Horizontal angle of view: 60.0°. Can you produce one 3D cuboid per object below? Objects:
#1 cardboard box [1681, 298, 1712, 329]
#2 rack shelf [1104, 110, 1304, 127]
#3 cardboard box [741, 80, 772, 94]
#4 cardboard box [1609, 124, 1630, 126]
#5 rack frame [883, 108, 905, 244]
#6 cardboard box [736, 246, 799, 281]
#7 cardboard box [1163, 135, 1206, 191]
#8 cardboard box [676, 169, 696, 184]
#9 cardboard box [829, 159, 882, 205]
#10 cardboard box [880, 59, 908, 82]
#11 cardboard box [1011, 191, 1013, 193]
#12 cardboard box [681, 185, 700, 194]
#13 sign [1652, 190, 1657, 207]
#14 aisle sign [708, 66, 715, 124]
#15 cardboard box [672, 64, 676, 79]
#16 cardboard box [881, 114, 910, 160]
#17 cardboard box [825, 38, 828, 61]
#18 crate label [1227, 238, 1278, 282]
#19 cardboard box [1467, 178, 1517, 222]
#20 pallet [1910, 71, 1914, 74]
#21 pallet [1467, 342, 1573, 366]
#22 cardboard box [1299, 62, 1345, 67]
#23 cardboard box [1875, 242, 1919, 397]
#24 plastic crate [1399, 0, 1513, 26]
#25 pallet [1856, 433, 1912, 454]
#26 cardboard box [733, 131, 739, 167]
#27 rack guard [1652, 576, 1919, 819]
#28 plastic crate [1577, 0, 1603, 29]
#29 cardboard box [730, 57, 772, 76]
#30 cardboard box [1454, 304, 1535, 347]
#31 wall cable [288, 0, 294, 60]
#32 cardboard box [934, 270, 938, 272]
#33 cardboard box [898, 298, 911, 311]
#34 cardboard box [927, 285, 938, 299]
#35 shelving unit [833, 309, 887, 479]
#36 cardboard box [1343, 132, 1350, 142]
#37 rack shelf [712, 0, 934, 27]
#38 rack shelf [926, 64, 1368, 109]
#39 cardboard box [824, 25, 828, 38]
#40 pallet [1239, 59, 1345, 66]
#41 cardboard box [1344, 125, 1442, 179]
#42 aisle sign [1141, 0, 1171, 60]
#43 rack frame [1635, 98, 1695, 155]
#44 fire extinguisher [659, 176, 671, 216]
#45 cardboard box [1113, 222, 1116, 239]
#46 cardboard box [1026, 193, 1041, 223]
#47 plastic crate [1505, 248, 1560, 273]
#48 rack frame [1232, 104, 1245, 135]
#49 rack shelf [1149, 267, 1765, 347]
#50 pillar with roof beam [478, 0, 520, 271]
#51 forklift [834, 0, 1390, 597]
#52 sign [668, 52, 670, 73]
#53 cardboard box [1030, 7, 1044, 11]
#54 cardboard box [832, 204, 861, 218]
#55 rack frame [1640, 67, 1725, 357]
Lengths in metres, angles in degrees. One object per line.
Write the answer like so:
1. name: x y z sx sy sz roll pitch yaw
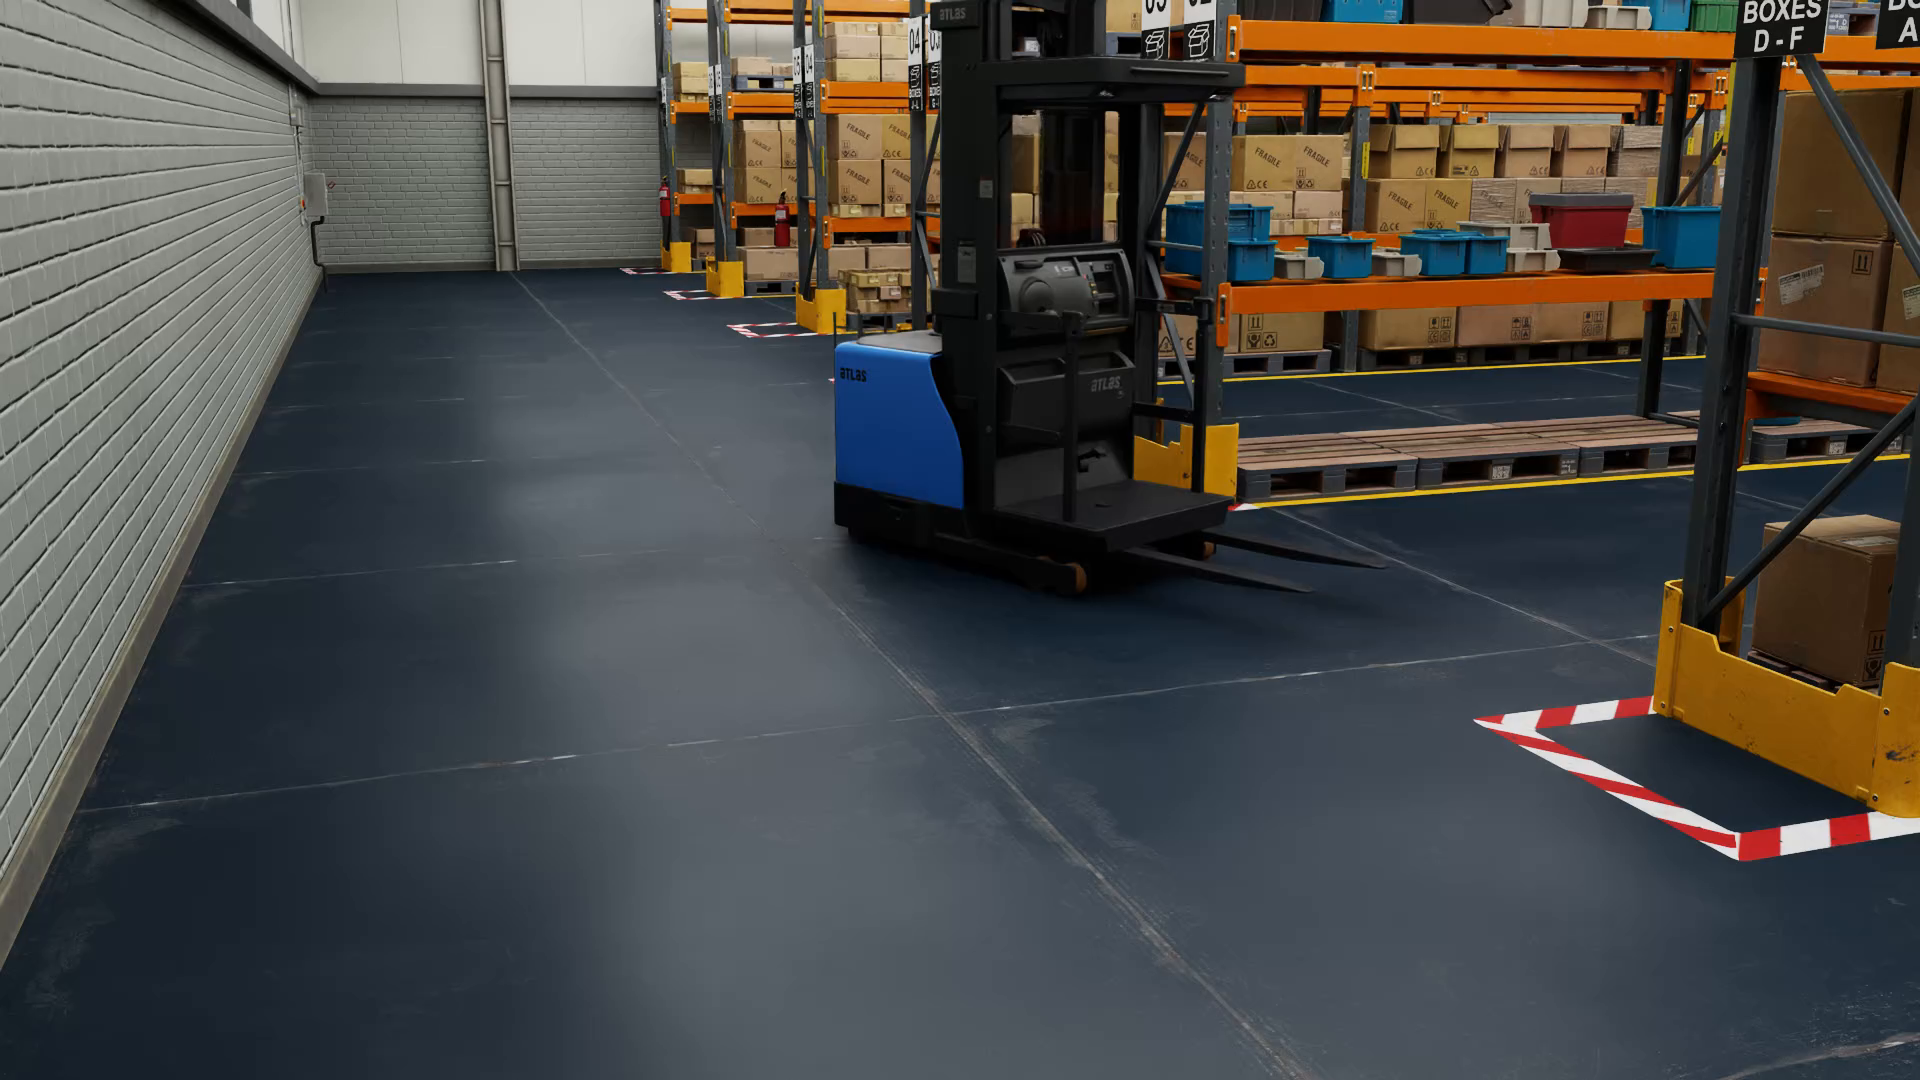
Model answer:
1. cardboard box: 7.978 -2.507 17.651 0.500 0.500 0.700 -5 14 -21
2. rack shelf: 4.498 -7.974 31.256 4.000 0.370 1.077 -4 14 -18
3. cardboard box: -3.508 -7.707 28.263 0.500 0.250 0.500 -5 14 -20
4. cardboard box: 10.874 -6.778 28.134 0.500 0.500 0.700 -4 14 -18
5. rack frame: -1.189 -6.422 29.658 0.127 3.000 1.000 -4 14 -18
6. cardboard box: -2.800 -4.067 24.386 0.875 0.438 0.875 -5 14 -20
7. cardboard box: 2.062 -3.543 15.617 0.500 0.500 0.500 -5 14 -20
8. cardboard box: -4.629 -6.290 28.788 0.500 0.250 0.500 -4 14 -16
9. cardboard box: -1.205 -4.126 19.147 0.500 0.500 0.500 -4 14 -15
10. cardboard box: -0.711 -5.361 19.042 0.500 0.250 0.500 -4 14 -16
11. cardboard box: 0.623 -3.068 15.239 0.500 0.250 0.500 -5 14 -19
12. cardboard box: -4.581 -5.968 28.295 0.250 0.149 0.380 -5 14 -18
13. sign: 4.964 -2.329 11.854 0.005 0.325 0.100 -4 14 -18
14. aisle sign: -3.560 -6.366 23.804 0.004 0.787 0.394 -4 14 -18
15. cardboard box: -4.648 -7.995 28.390 0.500 0.250 0.500 -5 14 -20
16. cardboard box: -0.732 -4.653 19.204 0.500 0.500 0.500 -4 14 -16
17. cardboard box: -1.363 -5.679 19.299 0.500 0.250 0.500 -5 14 -20
18. crate label: 1.686 -1.672 9.923 0.303 0.233 0.416 -4 14 -18
19. cardboard box: 5.025 -3.262 16.158 0.500 0.500 0.500 -5 14 -19
20. pallet: 10.522 -5.096 18.009 1.003 0.211 1.213 -4 14 -18
21. pallet: 5.424 -1.968 16.959 1.213 0.211 1.003 -4 14 -18
22. cardboard box: 4.458 -5.885 20.702 0.500 0.500 0.500 -4 14 -18
23. cardboard box: 3.428 -0.715 5.452 0.500 0.500 0.500 -4 14 -17
24. plastic crate: 2.883 -3.260 10.018 0.767 0.338 0.504 -4 14 -18
25. pallet: 7.041 -0.856 12.284 1.213 0.211 1.003 -4 14 -18
26. cardboard box: -3.012 -5.661 24.083 0.500 0.500 0.500 -4 14 -16
27. rack guard: 2.995 0.519 5.882 0.348 0.500 1.175 -4 14 -18
28. plastic crate: 3.873 -3.438 10.914 0.590 0.269 0.497 -4 14 -18
29. cardboard box: -2.996 -6.730 23.674 0.500 0.250 0.500 -6 15 -23
30. cardboard box: 5.005 -2.448 16.638 0.875 0.875 1.225 -5 14 -20
31. wall cable: -9.785 -8.272 24.393 0.133 3.039 2.988 -4 14 -18
32. cardboard box: -0.137 -3.123 19.758 0.250 0.149 0.380 -4 14 -16
33. cardboard box: -0.665 -2.803 19.698 0.250 0.149 0.380 -4 14 -17
34. cardboard box: -0.381 -2.945 19.652 0.250 0.149 0.380 -4 14 -16
35. shelving unit: -0.563 -0.698 9.484 0.258 1.200 0.189 13 18 43
36. cardboard box: 6.425 -6.577 27.143 0.250 0.149 0.380 -4 14 -15
37. rack shelf: -1.498 -7.560 23.897 4.000 0.370 1.077 -4 14 -18
38. rack shelf: 1.663 -4.122 15.061 4.000 0.370 1.077 -4 14 -18
39. cardboard box: -1.497 -5.872 19.249 0.250 0.149 0.380 -5 14 -19
40. pallet: 2.780 -4.518 15.364 1.213 0.211 1.003 -4 14 -18
41. cardboard box: 4.161 -3.746 16.023 0.637 0.503 0.797 -5 14 -20
42. aisle sign: 1.185 -3.102 10.084 0.004 0.787 0.394 -4 14 -18
43. rack frame: 9.655 -4.846 23.032 0.127 3.000 1.000 -4 14 -18
44. fire extinguisher: -4.972 -5.795 27.997 0.183 0.674 0.296 -4 14 -18
45. cardboard box: 1.427 -2.792 14.940 0.250 0.149 0.380 -5 14 -19
46. cardboard box: 0.799 -2.952 14.754 0.500 0.250 0.500 -5 14 -19
47. plastic crate: 3.584 -1.780 10.584 0.466 0.136 0.293 -4 14 -18
48. rack frame: 4.189 -5.629 26.324 0.127 3.000 1.000 -4 14 -18
49. rack shelf: 3.243 -1.576 10.841 4.000 0.370 1.077 -4 14 -18
50. pillar with roof beam: -6.450 -8.100 23.748 0.400 9.000 9.100 -4 14 -18
51. forklift: 0.692 -1.287 8.219 1.130 2.935 3.031 -13 18 -43
52. sign: -4.807 -7.892 27.469 0.005 0.325 0.100 -4 14 -18
53. cardboard box: 0.815 -4.691 14.559 0.500 0.500 0.700 -5 14 -20
54. cardboard box: -1.307 -3.790 19.136 0.250 0.149 0.380 -5 14 -19
55. rack frame: 7.350 -3.455 17.186 0.127 3.000 1.000 -4 14 -18
